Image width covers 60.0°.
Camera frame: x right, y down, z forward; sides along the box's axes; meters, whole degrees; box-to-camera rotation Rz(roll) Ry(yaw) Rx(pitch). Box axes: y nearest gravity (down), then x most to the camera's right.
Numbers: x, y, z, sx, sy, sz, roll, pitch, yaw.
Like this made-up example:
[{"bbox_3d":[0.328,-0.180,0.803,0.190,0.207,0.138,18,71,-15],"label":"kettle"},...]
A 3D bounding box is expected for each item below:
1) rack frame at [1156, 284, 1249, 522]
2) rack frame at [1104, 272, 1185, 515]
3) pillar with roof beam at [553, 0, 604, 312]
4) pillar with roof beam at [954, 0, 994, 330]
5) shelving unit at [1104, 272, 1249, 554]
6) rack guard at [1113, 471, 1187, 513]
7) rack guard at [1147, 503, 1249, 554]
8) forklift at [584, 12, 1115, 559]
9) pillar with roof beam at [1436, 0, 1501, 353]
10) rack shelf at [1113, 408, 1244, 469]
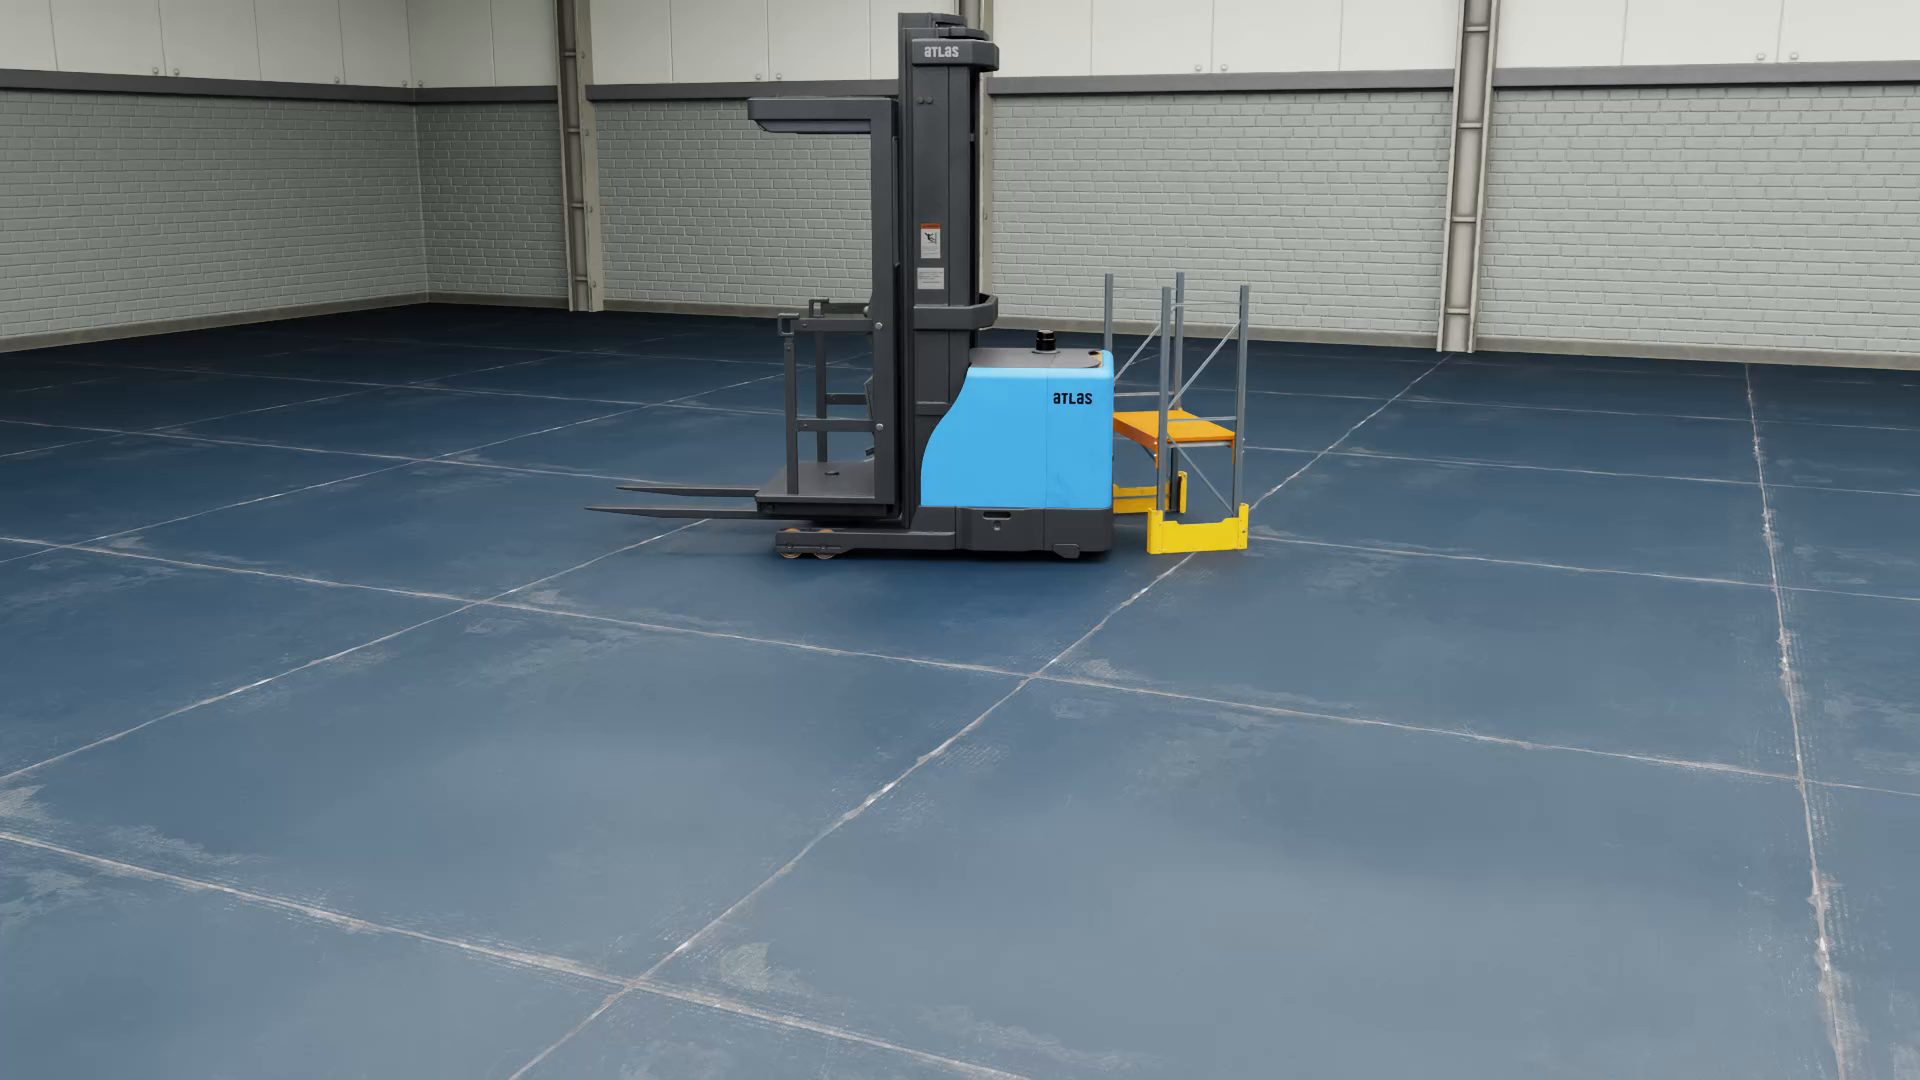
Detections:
[{"bbox_3d":[1.357,-0.674,9.346,0.500,1.500,0.032,-3,14,-13],"label":"rack frame"},{"bbox_3d":[1.129,-0.901,10.310,0.500,1.500,0.032,-3,14,-13],"label":"rack frame"},{"bbox_3d":[-7.058,-6.752,18.832,0.400,9.000,9.100,6,14,23],"label":"pillar with roof beam"},{"bbox_3d":[-1.573,-6.197,16.466,0.400,9.000,9.100,6,14,23],"label":"pillar with roof beam"},{"bbox_3d":[1.245,-0.786,9.819,0.587,1.500,1.083,-3,14,-13],"label":"shelving unit"},{"bbox_3d":[1.133,-0.288,10.434,0.587,0.250,0.087,-3,14,-13],"label":"rack guard"},{"bbox_3d":[1.357,-0.066,9.490,0.587,0.250,0.087,-3,14,-13],"label":"rack guard"},{"bbox_3d":[-0.624,-1.439,9.473,3.031,2.935,1.130,1,13,5],"label":"forklift"},{"bbox_3d":[3.913,-5.642,14.100,0.400,9.000,9.100,6,14,23],"label":"pillar with roof beam"},{"bbox_3d":[1.243,-0.612,9.869,0.538,0.185,1.000,-3,14,-13],"label":"rack shelf"}]
